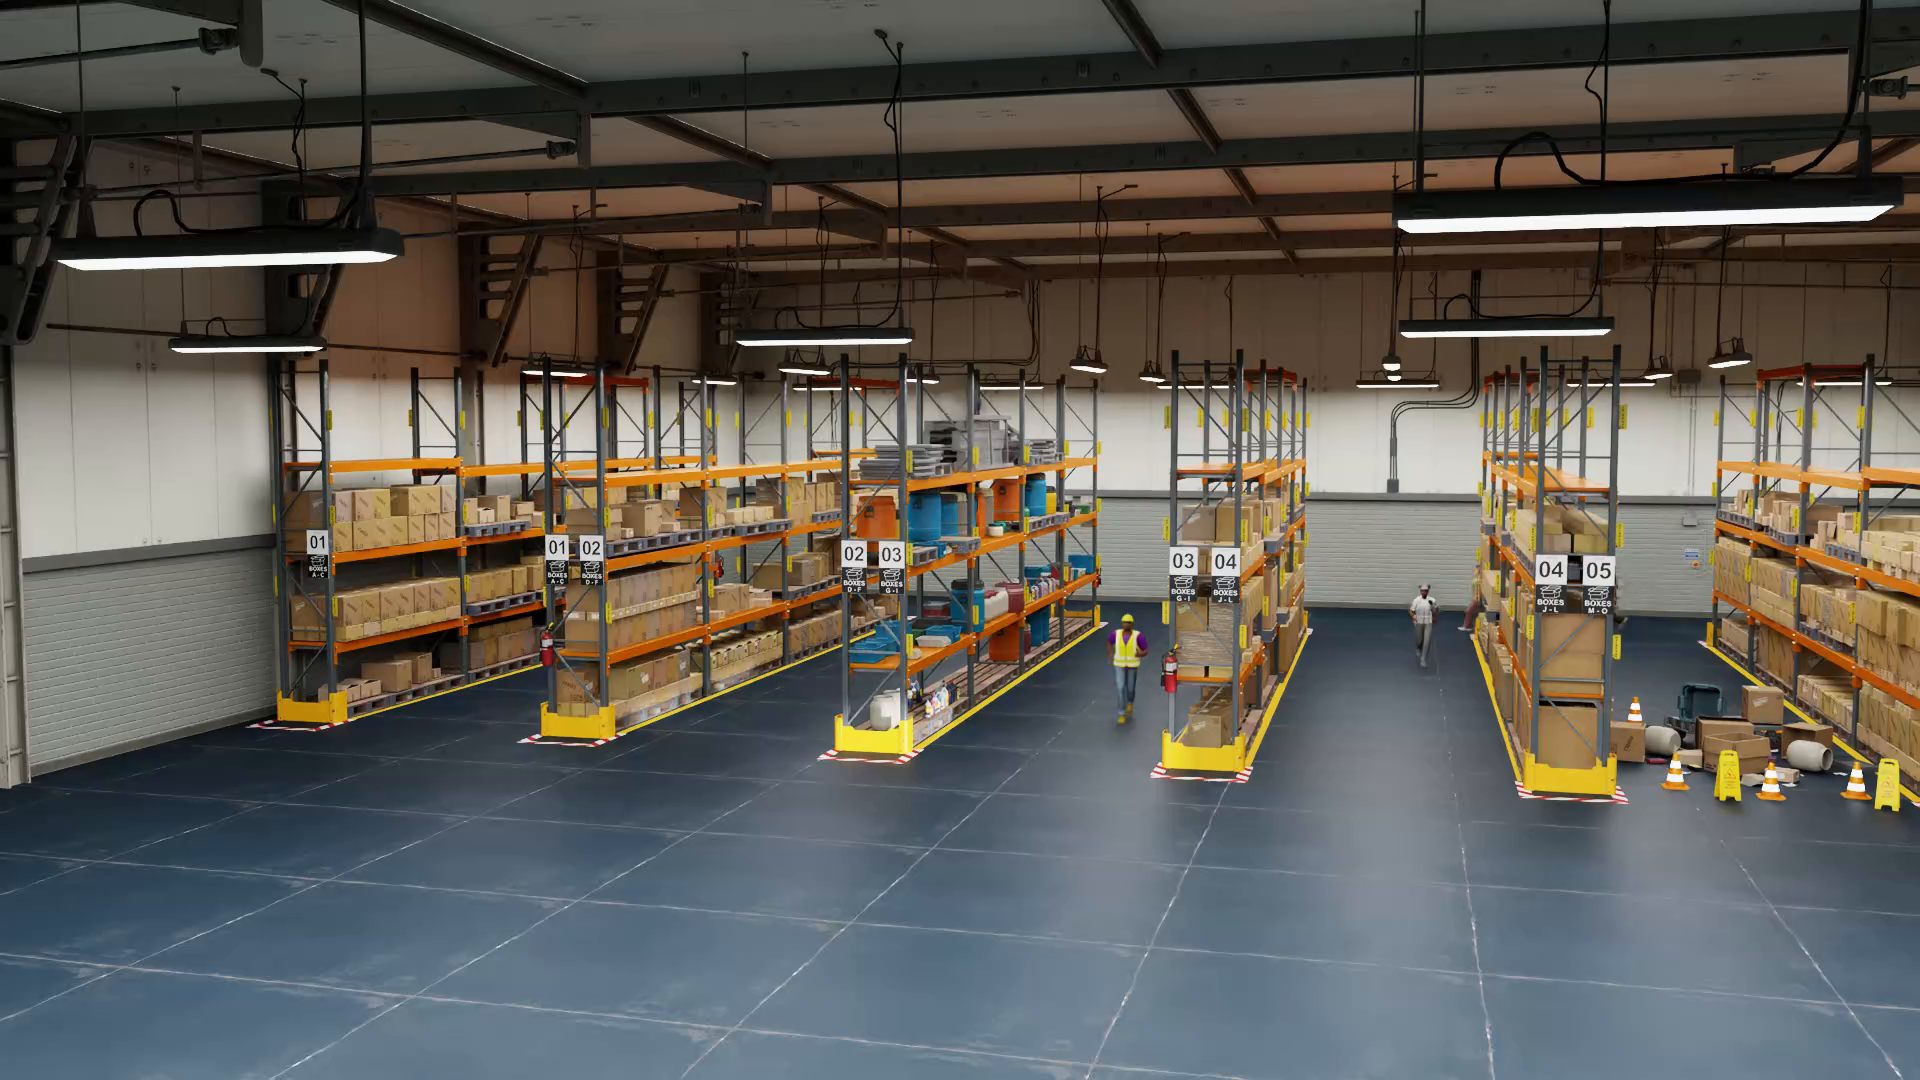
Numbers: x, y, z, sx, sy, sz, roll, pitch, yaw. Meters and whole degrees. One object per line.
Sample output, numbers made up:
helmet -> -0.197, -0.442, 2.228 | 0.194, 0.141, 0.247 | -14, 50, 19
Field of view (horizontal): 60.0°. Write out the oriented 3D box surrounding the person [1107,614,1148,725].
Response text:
person -> 2.778, 2.117, 27.674 | 0.697, 1.779, 0.978 | 1, 4, 8

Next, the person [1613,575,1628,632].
person -> 15.131, 1.368, 38.570 | 0.718, 1.757, 0.691 | 1, 4, 18

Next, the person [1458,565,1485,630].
person -> 12.282, 1.377, 39.249 | 0.918, 1.597, 0.650 | 1, 4, 8

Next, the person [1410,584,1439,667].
person -> 9.518, 1.729, 34.098 | 0.588, 1.696, 0.827 | 1, 4, 15
